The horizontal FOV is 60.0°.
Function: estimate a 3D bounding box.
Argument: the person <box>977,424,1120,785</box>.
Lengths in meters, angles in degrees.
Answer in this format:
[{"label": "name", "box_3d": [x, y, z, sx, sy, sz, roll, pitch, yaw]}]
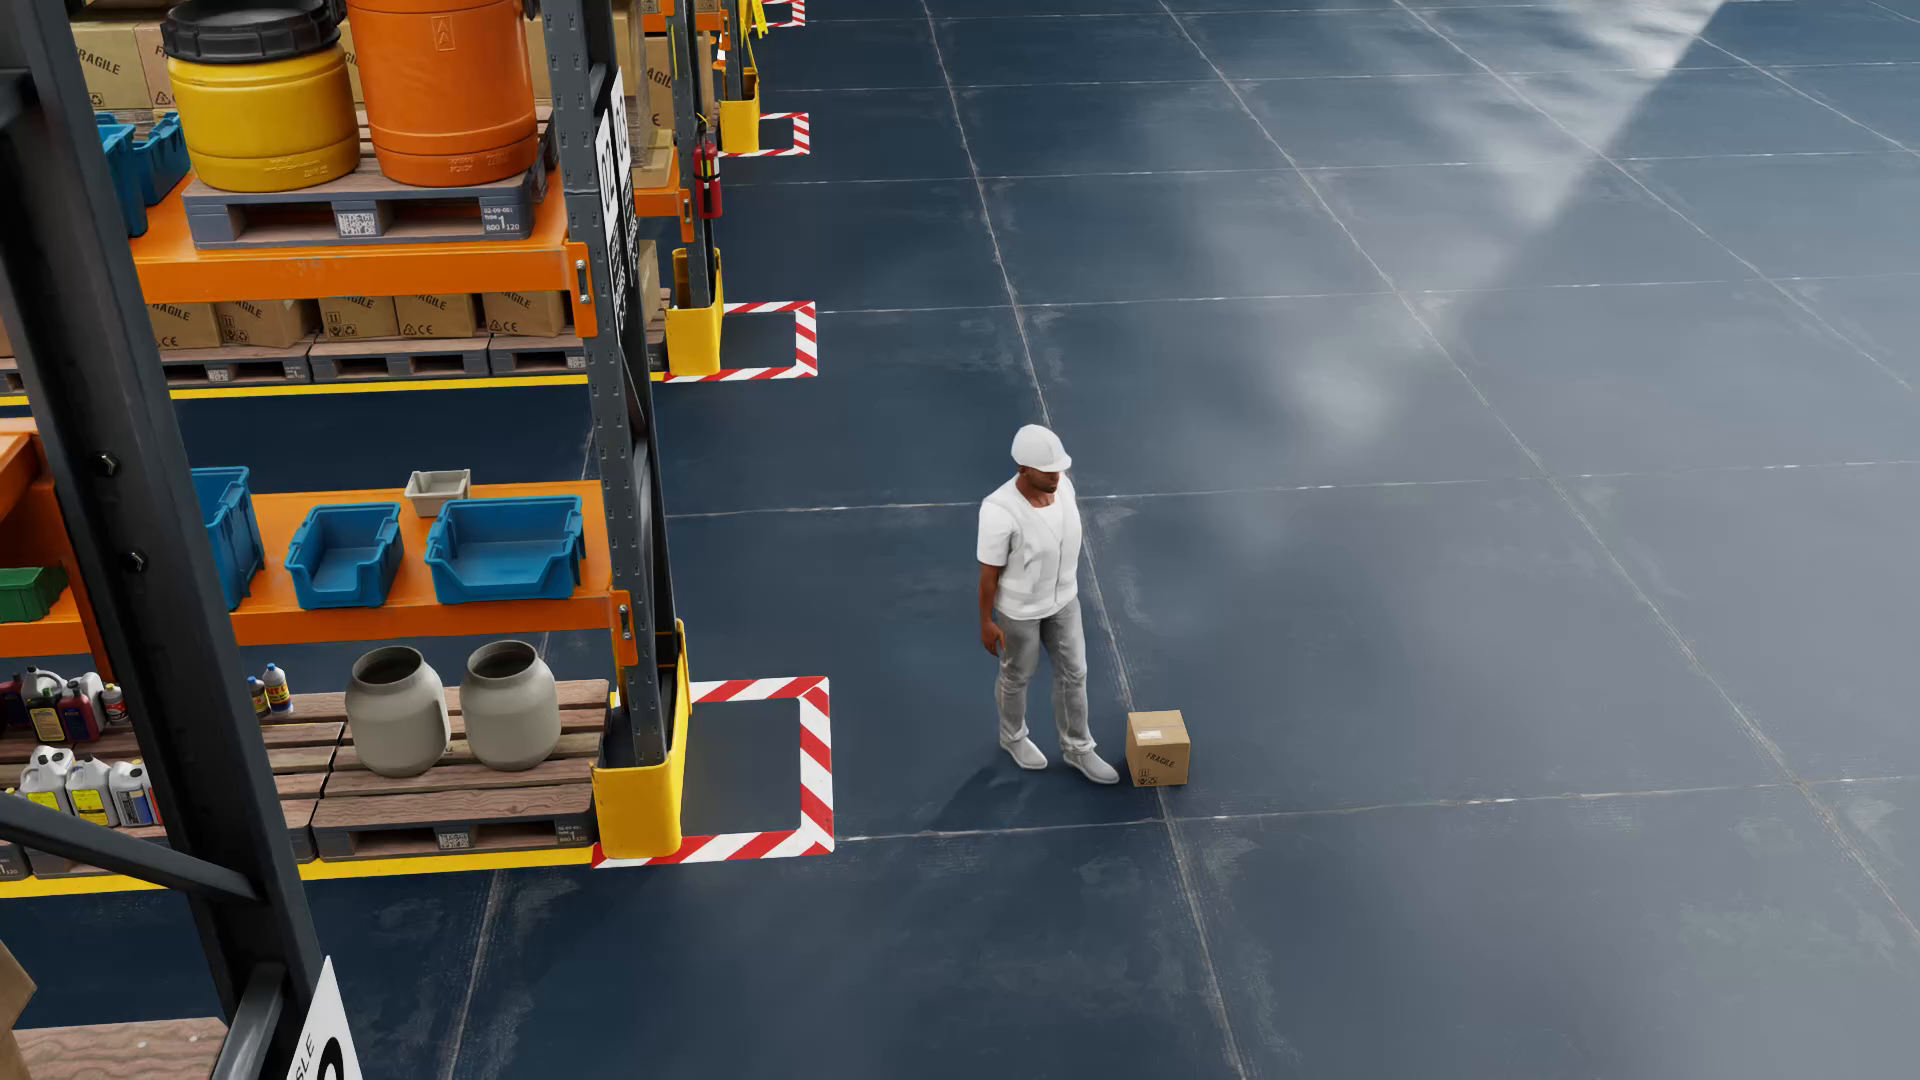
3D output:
[{"label": "person", "box_3d": [0.412, 0.324, 7.445, 0.587, 1.761, 0.626, -23, 38, -33]}]
